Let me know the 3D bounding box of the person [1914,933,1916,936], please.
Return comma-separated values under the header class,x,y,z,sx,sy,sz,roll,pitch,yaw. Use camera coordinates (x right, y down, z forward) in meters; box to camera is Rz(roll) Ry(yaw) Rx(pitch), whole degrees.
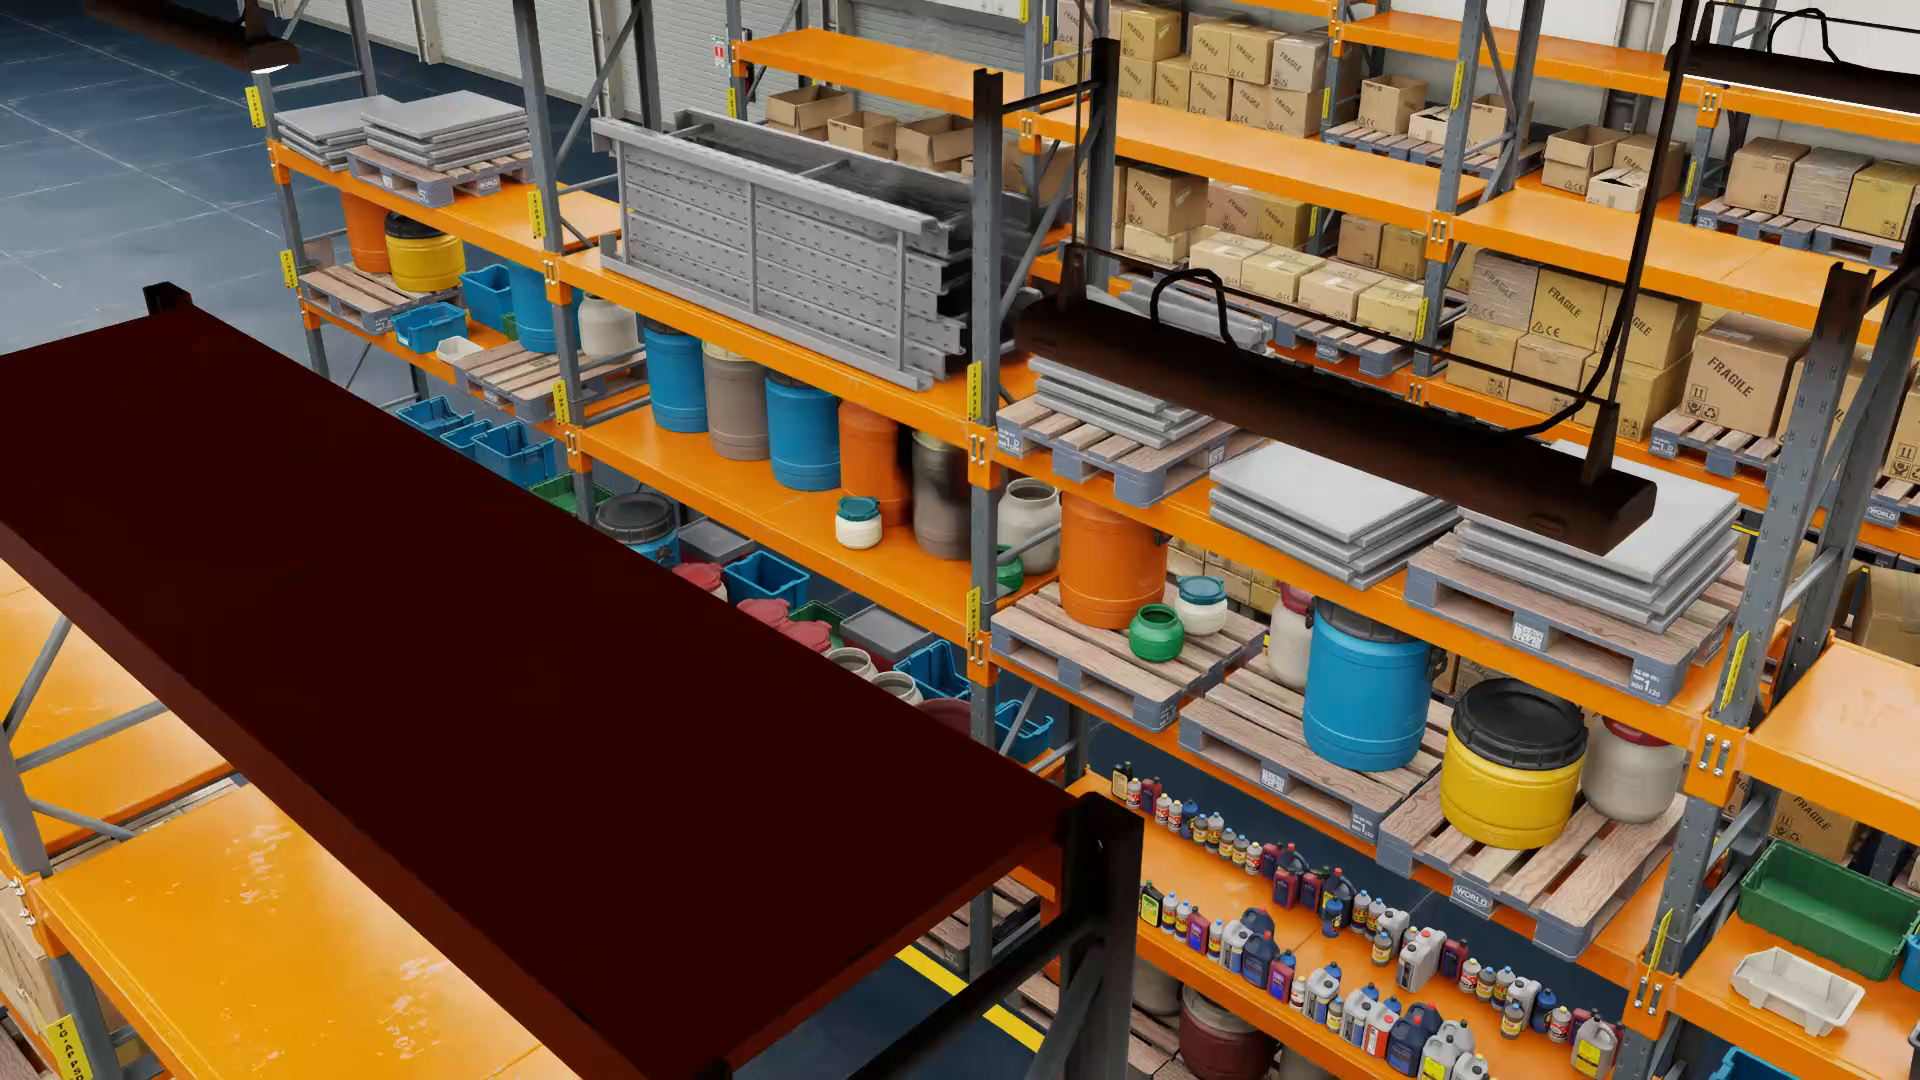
class,x,y,z,sx,sy,sz,roll,pitch,yaw
person,5.829,2.652,9.790,0.814,1.734,0.589,15,33,24
